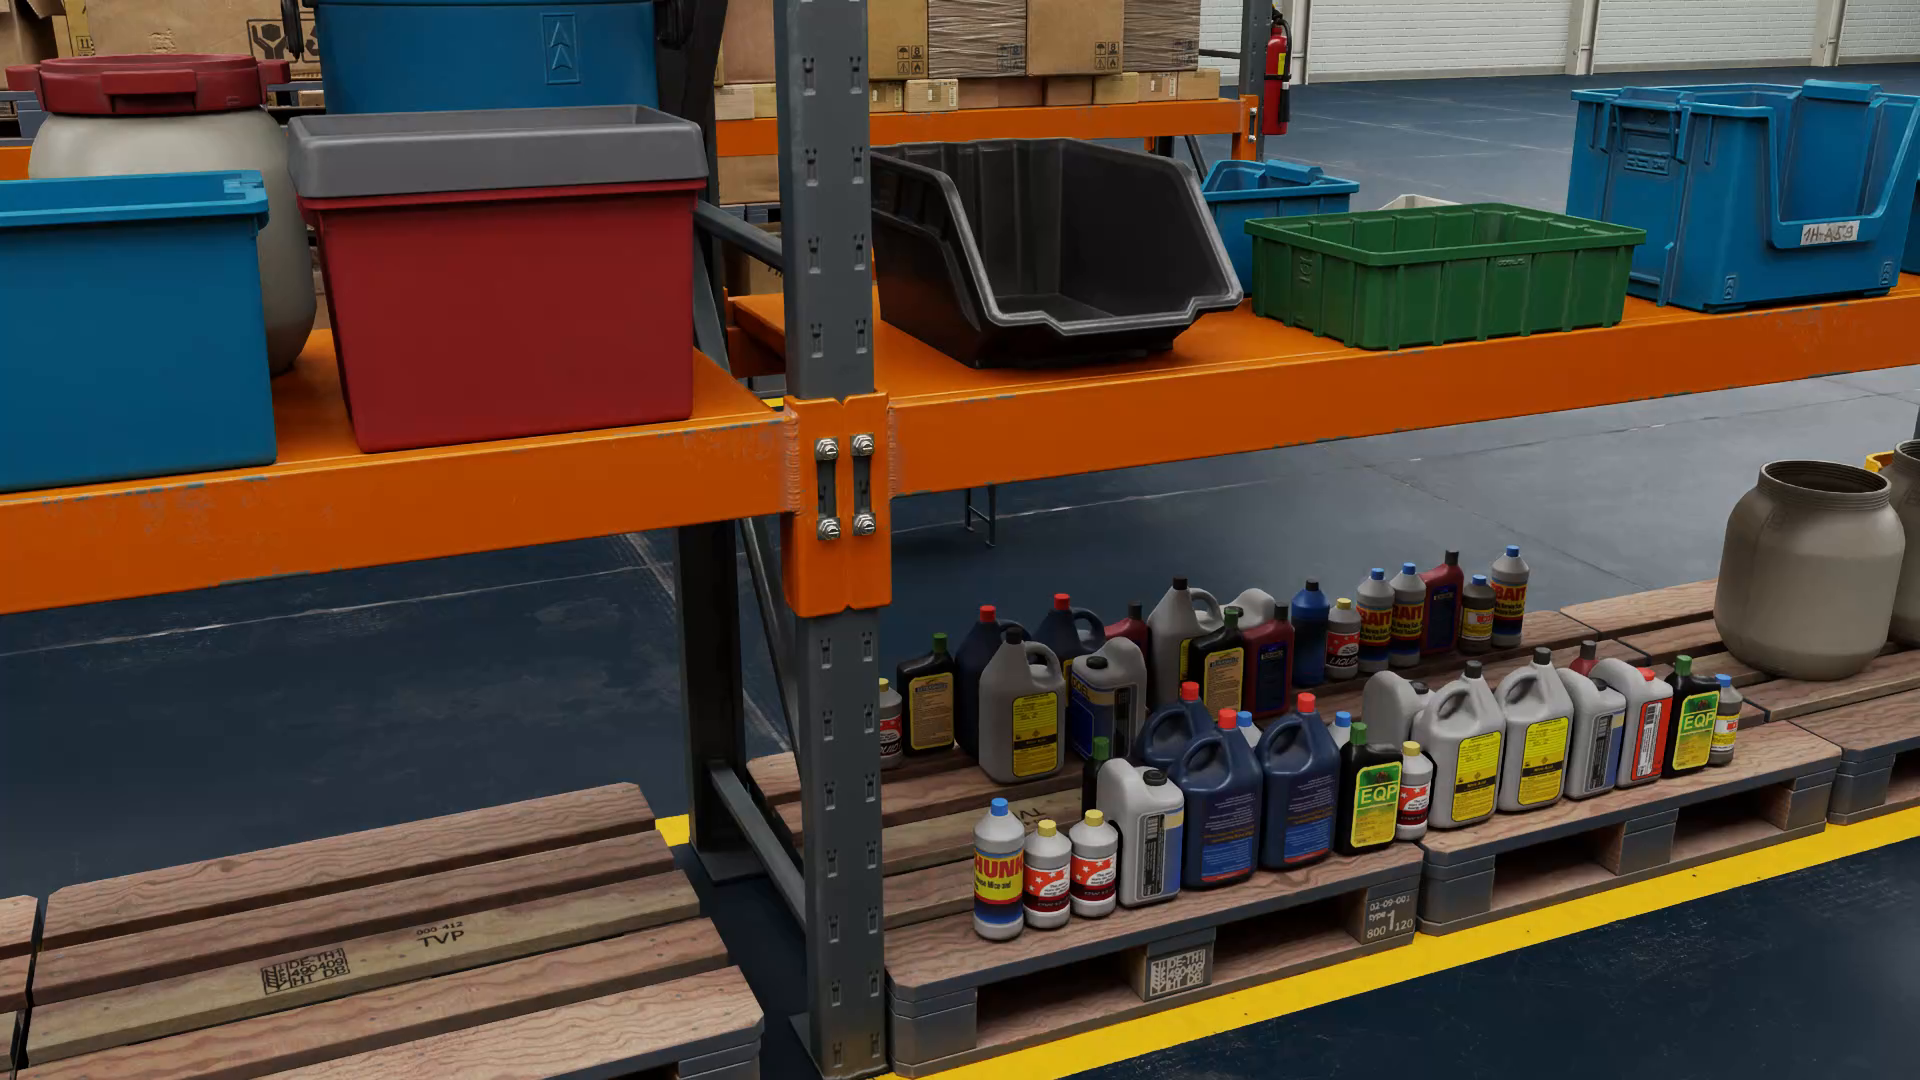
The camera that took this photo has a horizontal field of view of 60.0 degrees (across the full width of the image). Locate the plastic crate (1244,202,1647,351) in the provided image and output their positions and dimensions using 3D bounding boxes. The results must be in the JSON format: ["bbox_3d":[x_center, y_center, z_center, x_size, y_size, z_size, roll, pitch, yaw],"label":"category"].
[{"bbox_3d":[0.966,-0.542,3.363,0.662,0.188,0.450,-8,21,-22],"label":"plastic crate"}]

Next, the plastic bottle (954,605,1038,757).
[{"bbox_3d":[0.085,0.320,3.923,0.185,0.351,0.144,-9,21,-23],"label":"plastic bottle"}]

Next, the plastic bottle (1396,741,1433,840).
[{"bbox_3d":[0.956,0.529,3.555,0.097,0.201,0.097,0,19,0],"label":"plastic bottle"}]

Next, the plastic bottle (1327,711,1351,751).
[{"bbox_3d":[0.807,0.495,3.546,0.097,0.271,0.097,0,19,0],"label":"plastic bottle"}]

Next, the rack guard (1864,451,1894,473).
[{"bbox_3d":[3.230,0.128,4.906,0.348,0.500,1.175,-8,21,-22],"label":"rack guard"}]

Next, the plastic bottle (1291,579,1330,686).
[{"bbox_3d":[0.900,0.232,4.291,0.097,0.271,0.097,0,19,0],"label":"plastic bottle"}]

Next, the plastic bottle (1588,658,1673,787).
[{"bbox_3d":[1.526,0.402,3.803,0.135,0.276,0.152,-8,21,-22],"label":"plastic bottle"}]

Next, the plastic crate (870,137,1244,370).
[{"bbox_3d":[0.139,-0.550,3.161,0.504,0.338,0.767,-8,21,-22],"label":"plastic crate"}]

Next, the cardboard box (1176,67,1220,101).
[{"bbox_3d":[1.139,-2.367,8.606,0.250,0.149,0.380,-8,21,-22],"label":"cardboard box"}]

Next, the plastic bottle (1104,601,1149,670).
[{"bbox_3d":[0.395,0.292,4.103,0.133,0.283,0.061,-7,20,-18],"label":"plastic bottle"}]

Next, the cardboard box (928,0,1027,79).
[{"bbox_3d":[-0.085,-2.554,8.162,0.500,0.500,0.875,-8,21,-22],"label":"cardboard box"}]

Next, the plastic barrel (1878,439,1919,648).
[{"bbox_3d":[2.707,0.010,4.591,0.421,0.512,0.421,0,19,0],"label":"plastic barrel"}]

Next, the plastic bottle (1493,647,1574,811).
[{"bbox_3d":[1.248,0.408,3.673,0.185,0.351,0.144,-7,21,-20],"label":"plastic bottle"}]

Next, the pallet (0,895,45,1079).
[{"bbox_3d":[-2.219,1.043,2.742,1.213,0.211,1.003,-8,21,-22],"label":"pallet"}]

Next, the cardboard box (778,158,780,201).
[{"bbox_3d":[-1.149,-3.198,13.156,0.875,0.875,0.875,-8,21,-22],"label":"cardboard box"}]

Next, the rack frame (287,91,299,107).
[{"bbox_3d":[-8.249,-6.595,20.236,0.127,3.000,1.000,-8,21,-22],"label":"rack frame"}]

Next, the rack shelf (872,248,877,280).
[{"bbox_3d":[-0.152,-0.915,5.630,0.480,0.148,0.258,-8,21,-22],"label":"rack shelf"}]

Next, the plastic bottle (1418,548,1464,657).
[{"bbox_3d":[1.278,0.166,4.462,0.133,0.283,0.061,-8,21,-21],"label":"plastic bottle"}]

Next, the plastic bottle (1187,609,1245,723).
[{"bbox_3d":[0.622,0.312,4.047,0.133,0.283,0.061,-8,21,-22],"label":"plastic bottle"}]

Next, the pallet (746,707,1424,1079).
[{"bbox_3d":[0.241,0.690,3.744,1.213,0.211,1.003,-8,21,-22],"label":"pallet"}]

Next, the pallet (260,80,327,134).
[{"bbox_3d":[-3.113,-1.913,7.228,1.213,0.211,1.003,-8,21,-22],"label":"pallet"}]

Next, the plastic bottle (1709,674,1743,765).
[{"bbox_3d":[1.768,0.412,3.886,0.097,0.201,0.097,0,19,0],"label":"plastic bottle"}]

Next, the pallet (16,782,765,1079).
[{"bbox_3d":[-1.098,0.881,3.202,1.213,0.211,1.003,-8,21,-22],"label":"pallet"}]

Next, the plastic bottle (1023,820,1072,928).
[{"bbox_3d":[0.168,0.641,3.235,0.097,0.201,0.097,0,19,0],"label":"plastic bottle"}]

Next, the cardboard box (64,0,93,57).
[{"bbox_3d":[-5.527,-3.350,10.868,0.500,0.500,0.500,-8,21,-21],"label":"cardboard box"}]

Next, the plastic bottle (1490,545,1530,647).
[{"bbox_3d":[1.493,0.147,4.533,0.097,0.271,0.097,0,19,0],"label":"plastic bottle"}]

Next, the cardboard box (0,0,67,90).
[{"bbox_3d":[-3.909,-2.050,6.541,0.637,0.503,0.797,-6,20,-16],"label":"cardboard box"}]

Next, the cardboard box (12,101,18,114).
[{"bbox_3d":[-10.746,-5.313,19.538,0.625,0.625,0.875,-7,21,-20],"label":"cardboard box"}]

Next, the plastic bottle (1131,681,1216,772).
[{"bbox_3d":[0.457,0.469,3.500,0.185,0.351,0.144,-8,21,-22],"label":"plastic bottle"}]

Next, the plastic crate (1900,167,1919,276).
[{"bbox_3d":[2.341,-0.765,3.901,0.408,0.251,0.499,-8,21,-22],"label":"plastic crate"}]

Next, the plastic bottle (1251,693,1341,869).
[{"bbox_3d":[0.687,0.488,3.445,0.185,0.351,0.144,-9,21,-24],"label":"plastic bottle"}]

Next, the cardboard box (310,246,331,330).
[{"bbox_3d":[-2.926,-1.014,7.487,0.500,0.500,0.700,-10,22,-26],"label":"cardboard box"}]

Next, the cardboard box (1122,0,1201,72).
[{"bbox_3d":[0.803,-2.709,8.602,0.500,0.500,0.875,-8,21,-22],"label":"cardboard box"}]

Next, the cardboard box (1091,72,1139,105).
[{"bbox_3d":[0.700,-2.286,8.375,0.250,0.149,0.380,-8,21,-22],"label":"cardboard box"}]

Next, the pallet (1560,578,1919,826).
[{"bbox_3d":[2.482,0.369,4.655,1.213,0.211,1.003,-8,21,-22],"label":"pallet"}]

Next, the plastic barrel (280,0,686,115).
[{"bbox_3d":[-0.867,-0.827,3.100,0.708,0.901,0.600,-8,21,-22],"label":"plastic barrel"}]

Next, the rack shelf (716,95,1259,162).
[{"bbox_3d":[-0.517,-1.983,8.222,4.000,0.370,1.077,-8,21,-22],"label":"rack shelf"}]

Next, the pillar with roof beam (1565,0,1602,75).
[{"bbox_3d":[12.661,-11.189,24.251,0.400,9.000,9.100,-8,21,-22],"label":"pillar with roof beam"}]

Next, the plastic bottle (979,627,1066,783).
[{"bbox_3d":[0.142,0.364,3.798,0.185,0.351,0.144,-8,21,-22],"label":"plastic bottle"}]

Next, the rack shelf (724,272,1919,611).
[{"bbox_3d":[1.445,-0.473,3.932,4.000,0.370,1.077,-8,21,-22],"label":"rack shelf"}]

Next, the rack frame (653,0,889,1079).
[{"bbox_3d":[-0.392,-0.549,3.066,0.127,3.000,1.000,-8,21,-22],"label":"rack frame"}]

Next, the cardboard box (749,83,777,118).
[{"bbox_3d":[-0.899,-2.050,7.705,0.250,0.149,0.380,-8,21,-22],"label":"cardboard box"}]

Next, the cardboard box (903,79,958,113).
[{"bbox_3d":[-0.196,-2.138,7.955,0.250,0.149,0.380,-8,21,-22],"label":"cardboard box"}]

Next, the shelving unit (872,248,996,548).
[{"bbox_3d":[-0.152,-0.544,5.761,0.503,1.200,0.258,-8,21,-22],"label":"shelving unit"}]

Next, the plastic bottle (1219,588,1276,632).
[{"bbox_3d":[0.709,0.267,4.185,0.135,0.276,0.152,-8,21,-21],"label":"plastic bottle"}]

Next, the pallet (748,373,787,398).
[{"bbox_3d":[-0.629,-1.005,8.559,1.213,0.211,1.003,-8,21,-22],"label":"pallet"}]

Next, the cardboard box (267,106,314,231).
[{"bbox_3d":[-4.760,-2.613,11.683,0.750,0.750,1.050,-8,21,-22],"label":"cardboard box"}]

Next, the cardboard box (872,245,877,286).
[{"bbox_3d":[-0.378,-1.362,8.506,0.500,0.500,0.500,-6,20,-17],"label":"cardboard box"}]

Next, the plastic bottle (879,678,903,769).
[{"bbox_3d":[-0.182,0.420,3.863,0.097,0.201,0.097,0,19,0],"label":"plastic bottle"}]

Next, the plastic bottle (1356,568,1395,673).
[{"bbox_3d":[1.086,0.206,4.367,0.097,0.271,0.097,0,19,0],"label":"plastic bottle"}]

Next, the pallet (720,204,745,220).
[{"bbox_3d":[-2.374,-2.508,12.828,1.213,0.211,1.003,-8,21,-22],"label":"pallet"}]

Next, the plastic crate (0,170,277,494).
[{"bbox_3d":[-1.281,-0.302,2.387,0.575,0.384,0.392,-8,21,-22],"label":"plastic crate"}]

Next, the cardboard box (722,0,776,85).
[{"bbox_3d":[-1.024,-2.439,7.834,0.500,0.500,0.875,-8,21,-22],"label":"cardboard box"}]

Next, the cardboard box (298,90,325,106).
[{"bbox_3d":[-5.546,-3.721,14.697,0.500,0.500,0.500,-8,21,-22],"label":"cardboard box"}]

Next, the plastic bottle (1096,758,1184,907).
[{"bbox_3d":[0.360,0.569,3.329,0.135,0.276,0.152,-7,21,-20],"label":"plastic bottle"}]

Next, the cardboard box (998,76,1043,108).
[{"bbox_3d":[0.219,-2.237,8.238,0.250,0.149,0.380,-8,21,-22],"label":"cardboard box"}]
